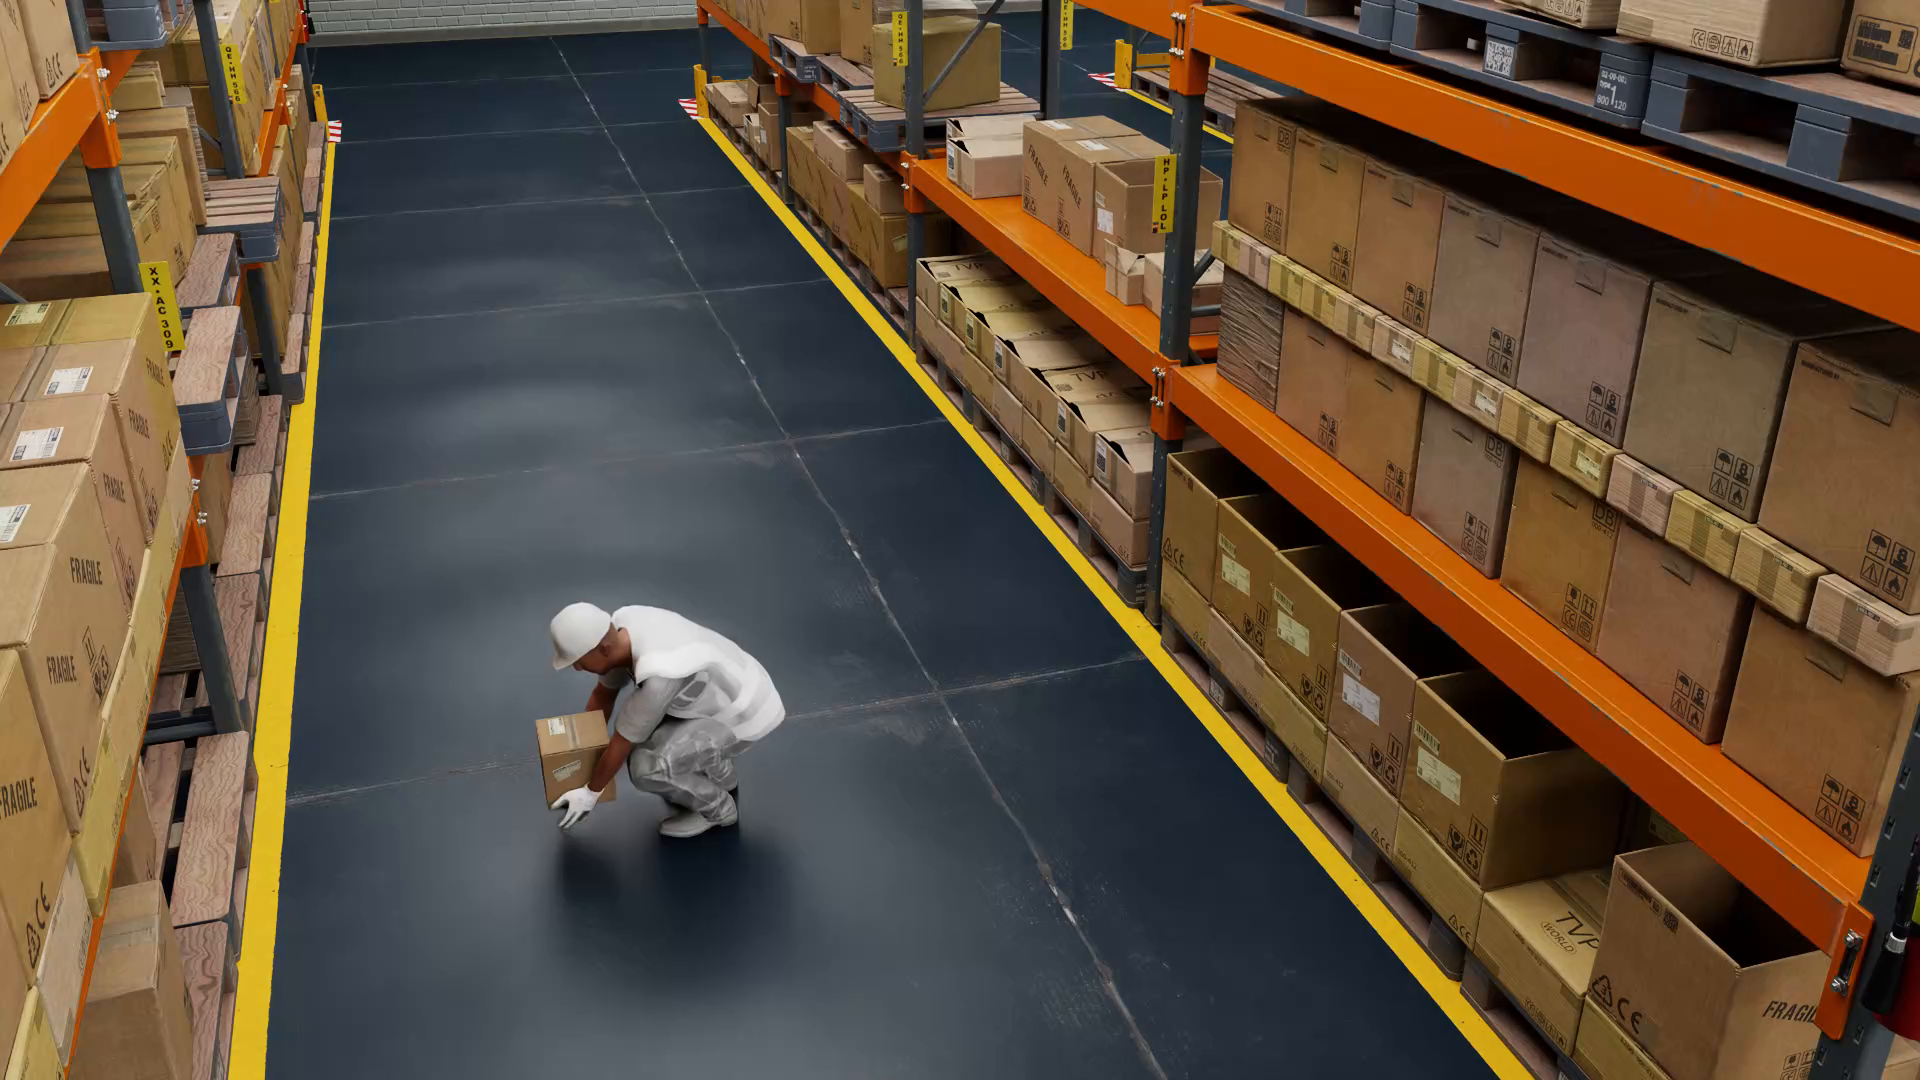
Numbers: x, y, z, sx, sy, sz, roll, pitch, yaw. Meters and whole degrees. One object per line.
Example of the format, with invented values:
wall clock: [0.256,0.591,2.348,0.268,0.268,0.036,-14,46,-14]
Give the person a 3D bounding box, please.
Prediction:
person: [-1.110,0.627,6.208,0.899,1.004,0.565,-9,27,-17]
